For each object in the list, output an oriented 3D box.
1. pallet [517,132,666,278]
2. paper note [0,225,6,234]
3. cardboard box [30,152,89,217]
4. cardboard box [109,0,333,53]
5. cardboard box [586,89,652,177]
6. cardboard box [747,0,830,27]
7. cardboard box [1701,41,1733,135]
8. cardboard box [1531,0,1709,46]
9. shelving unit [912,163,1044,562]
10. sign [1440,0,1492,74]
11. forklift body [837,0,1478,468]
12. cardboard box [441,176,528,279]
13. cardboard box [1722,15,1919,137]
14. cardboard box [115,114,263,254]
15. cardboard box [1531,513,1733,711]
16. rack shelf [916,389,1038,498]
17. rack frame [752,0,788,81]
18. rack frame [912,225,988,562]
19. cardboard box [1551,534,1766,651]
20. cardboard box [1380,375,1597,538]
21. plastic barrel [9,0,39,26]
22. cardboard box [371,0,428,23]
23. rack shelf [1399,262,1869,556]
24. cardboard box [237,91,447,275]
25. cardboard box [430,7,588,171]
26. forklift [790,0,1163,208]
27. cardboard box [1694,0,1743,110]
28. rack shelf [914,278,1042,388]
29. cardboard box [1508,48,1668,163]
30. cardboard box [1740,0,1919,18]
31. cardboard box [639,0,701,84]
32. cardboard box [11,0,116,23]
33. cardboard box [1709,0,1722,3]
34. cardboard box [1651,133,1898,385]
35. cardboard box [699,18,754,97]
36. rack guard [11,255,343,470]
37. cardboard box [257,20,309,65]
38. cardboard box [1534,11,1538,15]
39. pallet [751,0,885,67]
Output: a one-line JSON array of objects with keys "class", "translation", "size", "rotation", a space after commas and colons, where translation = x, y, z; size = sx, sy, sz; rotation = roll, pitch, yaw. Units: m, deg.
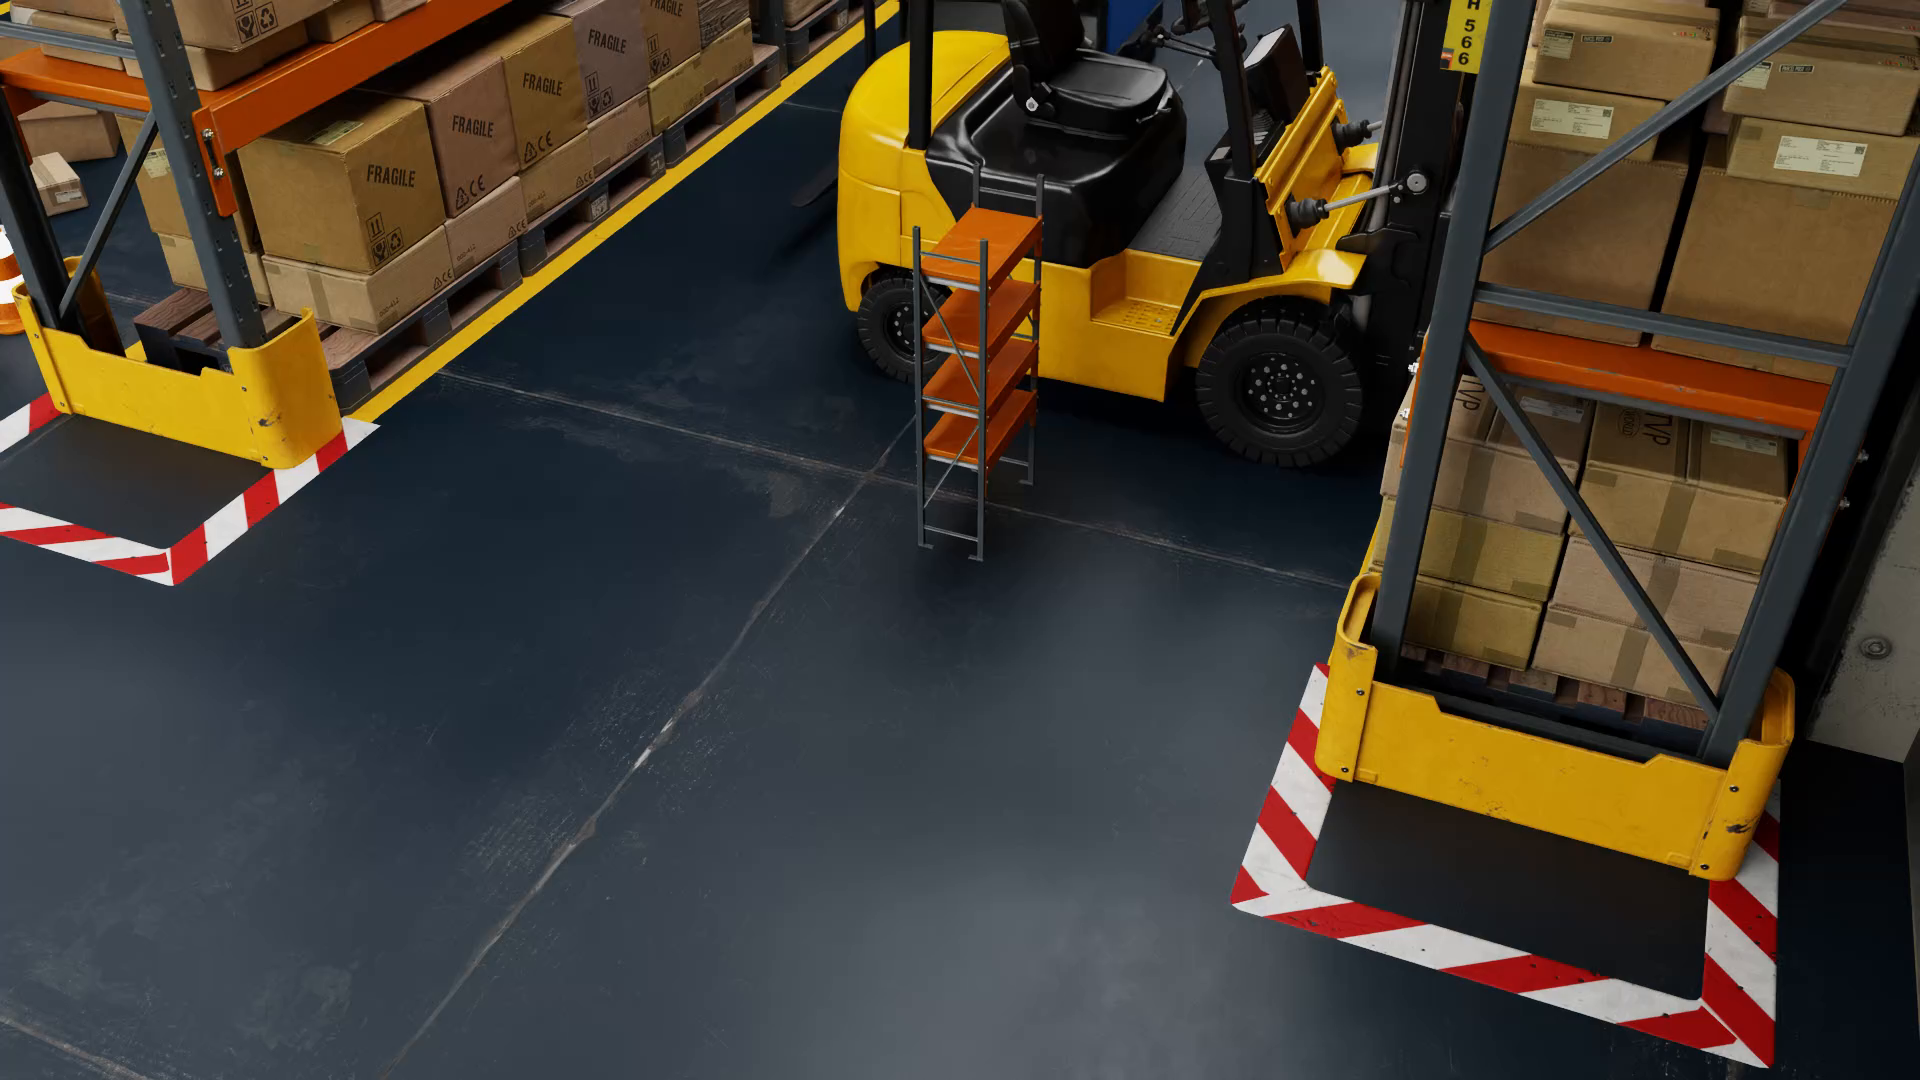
[{"class": "pallet", "translation": [-2.120, -1.674, 7.813], "size": [1.003, 0.211, 1.213], "rotation": [14, 39, 18]}, {"class": "paper note", "translation": [-4.437, -1.421, 7.626], "size": [0.148, 0.019, 0.142], "rotation": [1, 37, 2]}, {"class": "cardboard box", "translation": [-4.326, -1.677, 7.870], "size": [0.250, 0.149, 0.380], "rotation": [-25, 43, -29]}, {"class": "cardboard box", "translation": [-2.519, -1.992, 5.577], "size": [0.500, 0.500, 0.500], "rotation": [13, 39, 17]}, {"class": "cardboard box", "translation": [-1.802, -1.949, 7.798], "size": [0.500, 0.250, 0.500], "rotation": [14, 39, 18]}, {"class": "cardboard box", "translation": [-1.237, -3.255, 9.443], "size": [0.950, 0.372, 0.625], "rotation": [14, 39, 18]}, {"class": "cardboard box", "translation": [2.040, -1.085, 4.070], "size": [0.380, 0.149, 0.250], "rotation": [14, 39, 18]}, {"class": "cardboard box", "translation": [1.642, -1.314, 4.129], "size": [0.380, 0.149, 0.250], "rotation": [14, 39, 18]}, {"class": "shelving unit", "translation": [0.063, -0.572, 5.513], "size": [0.258, 1.200, 0.503], "rotation": [14, 39, 18]}, {"class": "sign", "translation": [1.139, -1.195, 3.678], "size": [0.100, 0.325, 0.005], "rotation": [14, 39, 18]}, {"class": "forklift body", "translation": [0.670, -1.631, 6.135], "size": [2.313, 2.155, 1.214], "rotation": [14, 39, 18]}, {"class": "cardboard box", "translation": [-2.192, -1.365, 7.017], "size": [0.500, 0.250, 0.500], "rotation": [15, 39, 19]}, {"class": "cardboard box", "translation": [1.961, -1.061, 3.791], "size": [0.380, 0.149, 0.250], "rotation": [13, 39, 17]}, {"class": "cardboard box", "translation": [-2.892, -1.504, 6.576], "size": [0.500, 0.500, 0.500], "rotation": [14, 39, 18]}, {"class": "cardboard box", "translation": [2.003, 0.201, 4.922], "size": [0.500, 0.250, 0.500], "rotation": [14, 39, 18]}, {"class": "rack shelf", "translation": [0.063, -0.359, 5.673], "size": [0.258, 0.148, 0.480], "rotation": [14, 39, 18]}, {"class": "rack frame", "translation": [-1.434, -3.848, 8.393], "size": [1.000, 3.000, 0.127], "rotation": [14, 39, 18]}, {"class": "rack frame", "translation": [-0.030, -0.437, 5.333], "size": [0.240, 1.200, 0.015], "rotation": [14, 39, 18]}, {"class": "cardboard box", "translation": [2.007, 0.015, 4.753], "size": [0.500, 0.250, 0.500], "rotation": [15, 39, 19]}, {"class": "cardboard box", "translation": [1.523, -0.298, 4.754], "size": [0.500, 0.250, 0.500], "rotation": [15, 39, 19]}, {"class": "plastic barrel", "translation": [-5.063, -2.910, 9.290], "size": [0.421, 0.421, 0.512], "rotation": [-17, 40, -22]}, {"class": "cardboard box", "translation": [-2.237, -2.075, 6.231], "size": [0.380, 0.149, 0.250], "rotation": [14, 39, 18]}, {"class": "rack shelf", "translation": [2.397, -1.324, 5.617], "size": [1.077, 0.370, 4.000], "rotation": [14, 39, 18]}, {"class": "cardboard box", "translation": [-2.385, -1.398, 6.434], "size": [0.500, 0.500, 0.500], "rotation": [13, 39, 16]}, {"class": "cardboard box", "translation": [-1.992, -1.964, 7.192], "size": [0.500, 0.500, 0.500], "rotation": [15, 39, 19]}, {"class": "forklift", "translation": [0.116, -3.247, 7.646], "size": [1.130, 2.935, 3.031], "rotation": [13, 39, 17]}, {"class": "cardboard box", "translation": [2.446, -1.329, 4.939], "size": [0.500, 0.500, 0.500], "rotation": [13, 39, 17]}, {"class": "rack shelf", "translation": [0.063, -0.698, 5.420], "size": [0.258, 0.148, 0.480], "rotation": [14, 39, 18]}, {"class": "cardboard box", "translation": [1.509, -1.061, 4.038], "size": [0.380, 0.149, 0.250], "rotation": [14, 39, 18]}, {"class": "cardboard box", "translation": [2.179, -1.348, 4.174], "size": [0.380, 0.149, 0.250], "rotation": [15, 39, 19]}, {"class": "cardboard box", "translation": [-1.603, -2.545, 7.969], "size": [0.500, 0.500, 0.500], "rotation": [15, 39, 19]}, {"class": "cardboard box", "translation": [-3.004, -2.156, 5.797], "size": [0.500, 0.500, 0.500], "rotation": [13, 39, 17]}, {"class": "cardboard box", "translation": [1.880, -1.586, 4.493], "size": [0.380, 0.149, 0.250], "rotation": [14, 39, 18]}, {"class": "cardboard box", "translation": [2.081, -0.756, 4.173], "size": [0.500, 0.500, 0.500], "rotation": [15, 39, 19]}, {"class": "cardboard box", "translation": [-1.410, -2.527, 8.571], "size": [0.500, 0.250, 0.500], "rotation": [16, 40, 20]}, {"class": "rack guard", "translation": [-2.927, -0.674, 6.235], "size": [1.175, 0.500, 0.348], "rotation": [14, 39, 18]}, {"class": "cardboard box", "translation": [-2.553, -1.817, 5.885], "size": [0.380, 0.149, 0.250], "rotation": [14, 39, 18]}, {"class": "cardboard box", "translation": [1.786, -1.162, 4.716], "size": [0.500, 0.500, 0.500], "rotation": [15, 39, 19]}, {"class": "pallet", "translation": [-1.139, -3.163, 9.805], "size": [1.003, 0.211, 1.213], "rotation": [14, 39, 18]}]
